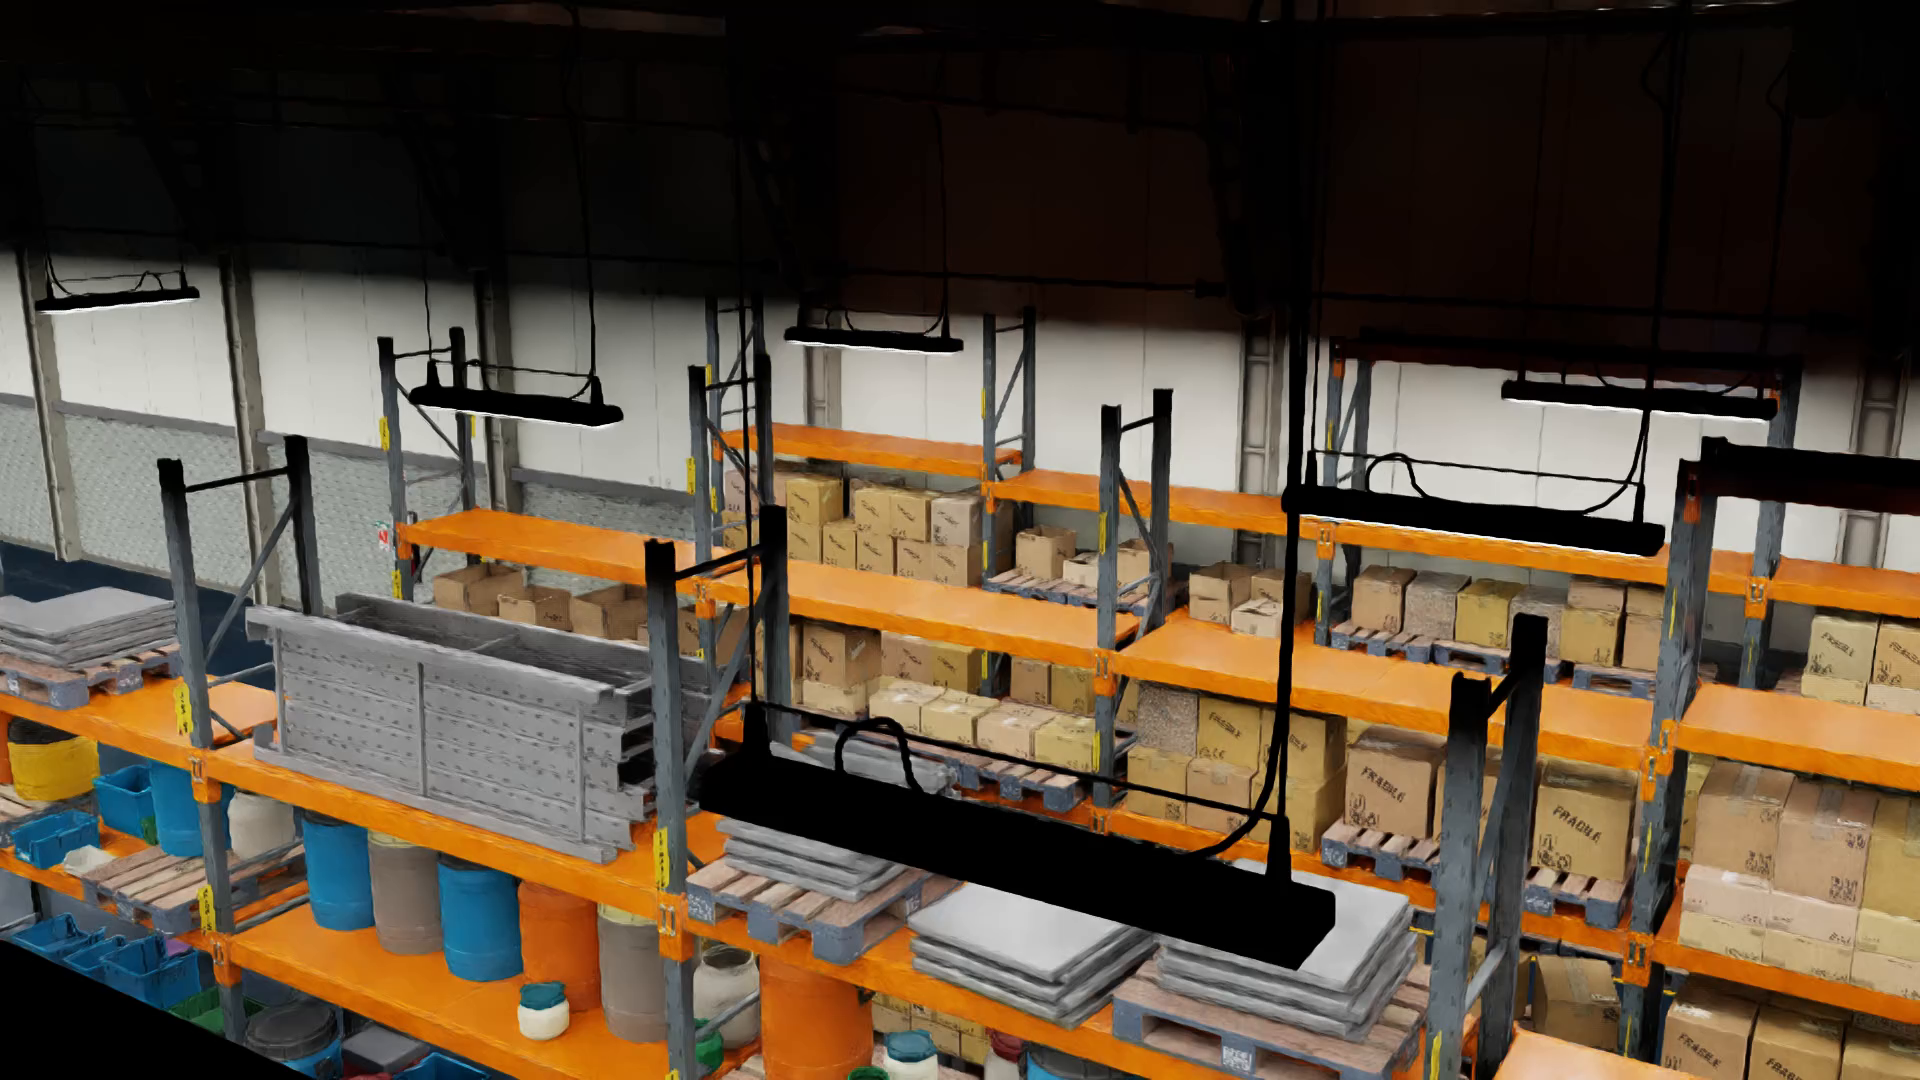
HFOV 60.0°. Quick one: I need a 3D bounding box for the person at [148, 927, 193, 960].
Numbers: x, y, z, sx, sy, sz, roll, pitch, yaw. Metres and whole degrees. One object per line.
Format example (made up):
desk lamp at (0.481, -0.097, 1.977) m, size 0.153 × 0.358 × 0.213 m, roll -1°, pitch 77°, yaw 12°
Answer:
person at (-7.180, 3.687, 15.052) m, size 1.000 × 1.524 × 0.406 m, roll 11°, pitch 17°, yaw 37°
